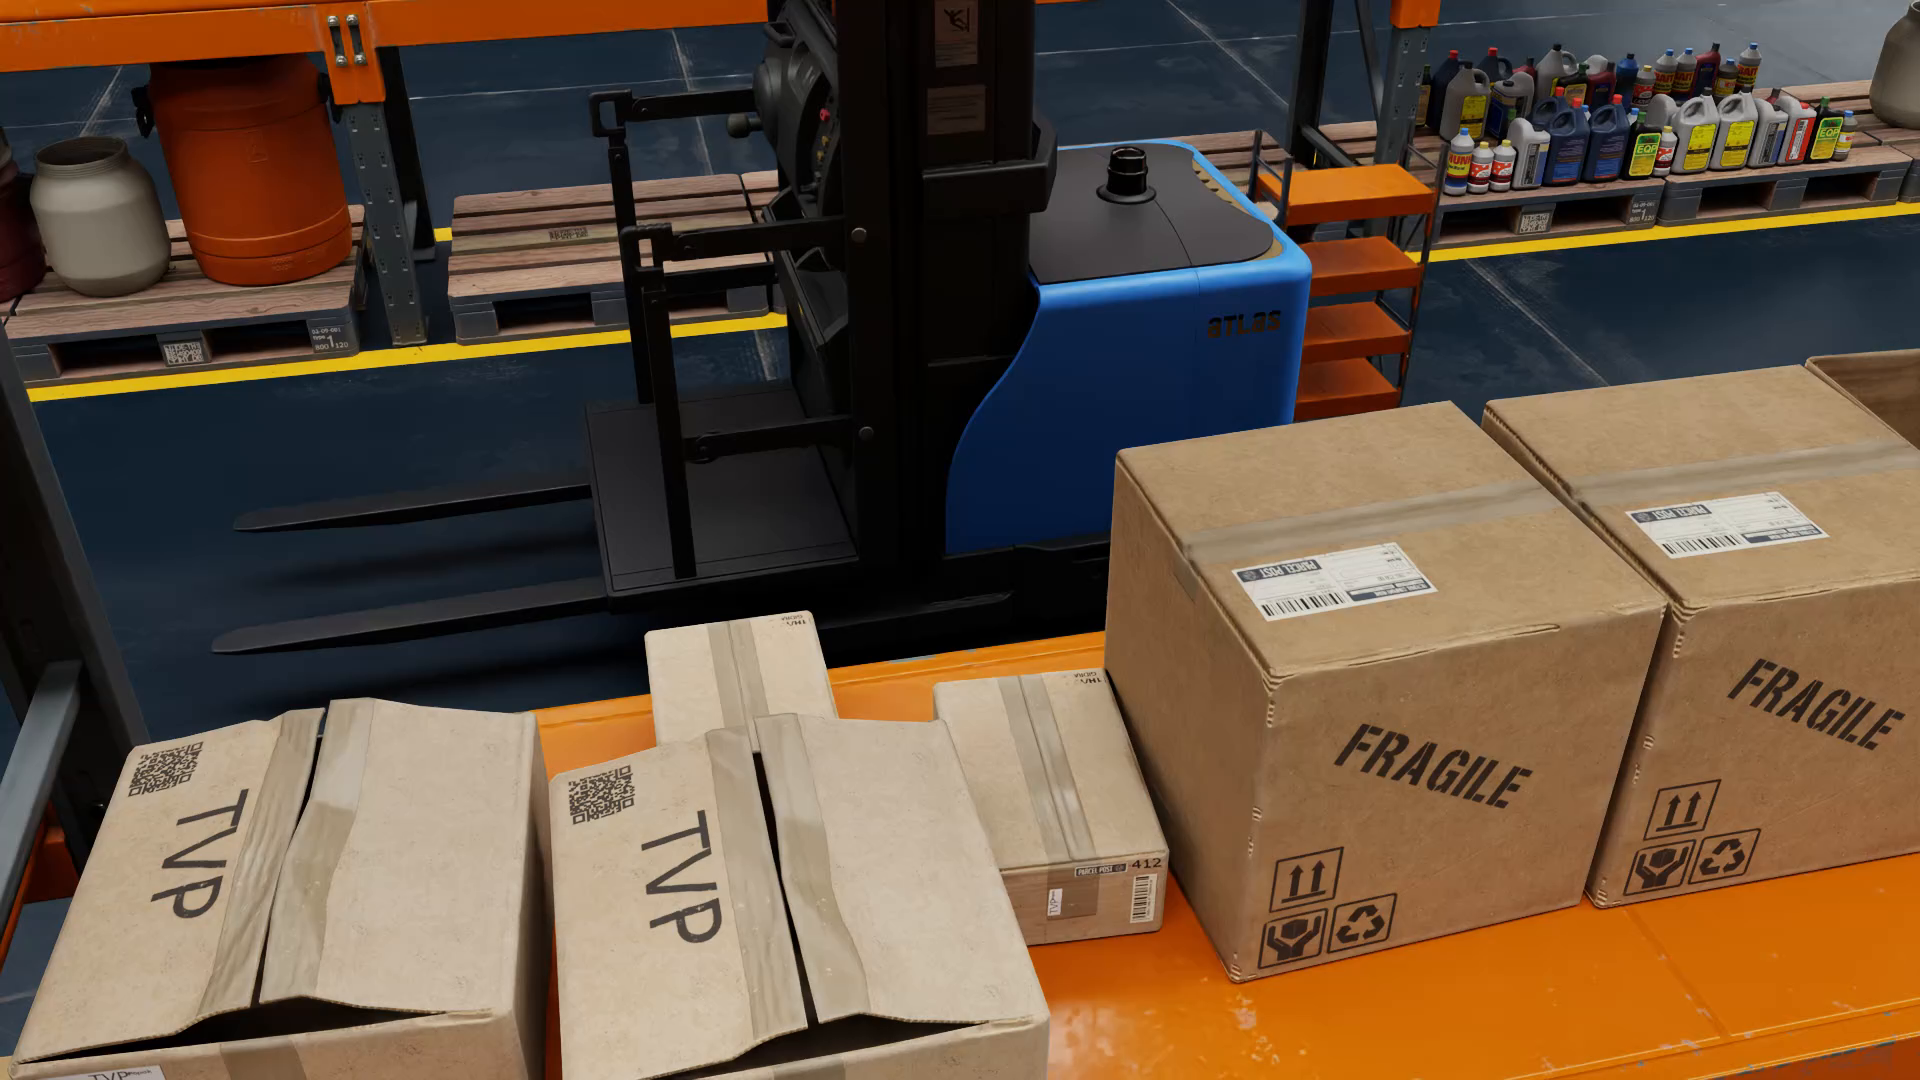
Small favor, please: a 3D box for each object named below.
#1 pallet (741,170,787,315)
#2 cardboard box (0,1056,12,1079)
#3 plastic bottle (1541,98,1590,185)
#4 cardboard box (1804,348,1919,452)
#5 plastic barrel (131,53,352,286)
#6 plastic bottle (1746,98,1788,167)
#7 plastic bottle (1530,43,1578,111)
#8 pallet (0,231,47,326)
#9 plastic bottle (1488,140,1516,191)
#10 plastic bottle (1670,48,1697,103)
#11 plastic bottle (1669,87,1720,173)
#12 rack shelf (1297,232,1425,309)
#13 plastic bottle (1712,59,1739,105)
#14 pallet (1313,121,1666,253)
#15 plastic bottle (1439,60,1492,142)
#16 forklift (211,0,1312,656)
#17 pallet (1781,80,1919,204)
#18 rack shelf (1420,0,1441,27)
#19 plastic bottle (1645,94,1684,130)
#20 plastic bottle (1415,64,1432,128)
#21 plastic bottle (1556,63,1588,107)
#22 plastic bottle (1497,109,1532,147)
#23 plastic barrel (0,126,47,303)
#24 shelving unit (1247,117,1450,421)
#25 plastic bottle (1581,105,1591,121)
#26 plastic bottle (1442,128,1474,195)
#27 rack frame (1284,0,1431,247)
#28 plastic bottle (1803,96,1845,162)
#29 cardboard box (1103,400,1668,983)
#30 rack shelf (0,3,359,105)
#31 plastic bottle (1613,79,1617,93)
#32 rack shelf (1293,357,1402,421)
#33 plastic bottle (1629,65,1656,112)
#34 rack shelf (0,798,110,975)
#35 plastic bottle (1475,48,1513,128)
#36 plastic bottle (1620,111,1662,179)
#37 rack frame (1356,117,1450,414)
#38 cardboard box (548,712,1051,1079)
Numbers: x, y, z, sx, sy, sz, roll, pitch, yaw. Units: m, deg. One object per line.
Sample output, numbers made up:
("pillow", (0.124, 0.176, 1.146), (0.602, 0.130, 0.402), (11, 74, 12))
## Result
("pallet", (-0.257, -1.319, 7.027), (1.213, 0.211, 1.003), (-7, 35, -11))
("cardboard box", (-1.627, 1.193, 2.628), (0.500, 0.500, 0.500), (-6, 34, -9))
("plastic bottle", (2.571, -1.703, 7.079), (0.185, 0.351, 0.144), (-6, 34, -9))
("cardboard box", (1.515, 0.055, 2.387), (0.500, 0.500, 0.500), (-5, 34, -7))
("plastic barrel", (-2.682, -1.459, 6.303), (0.708, 0.830, 0.600), (-7, 35, -11))
("plastic bottle", (3.512, -1.793, 7.279), (0.135, 0.276, 0.152), (-8, 35, -12))
("plastic bottle", (2.759, -2.129, 7.712), (0.185, 0.351, 0.144), (-7, 35, -11))
("pallet", (-4.156, -0.830, 6.297), (1.213, 0.211, 1.003), (-7, 35, -11))
("plastic bottle", (2.298, -1.593, 7.049), (0.097, 0.201, 0.097), (0, 34, 0))
("plastic bottle", (3.423, -2.193, 7.879), (0.097, 0.271, 0.097), (0, 34, 0))
("plastic bottle", (3.170, -1.779, 7.191), (0.185, 0.351, 0.144), (-7, 35, -11))
("rack shelf", (1.132, -0.804, 5.082), (0.480, 0.148, 0.258), (-7, 35, -13))
("plastic bottle", (3.656, -2.193, 7.942), (0.097, 0.201, 0.097), (0, 34, 0))
("pallet", (2.357, -1.649, 7.517), (1.213, 0.211, 1.003), (-7, 35, -11))
("plastic bottle", (2.289, -1.987, 7.501), (0.185, 0.351, 0.144), (-7, 35, -11))
("forklift", (-0.606, -1.128, 4.301), (3.031, 2.935, 1.130), (-8, 35, -12))
("pallet", (4.737, -1.949, 7.964), (1.213, 0.211, 1.003), (-7, 35, -11))
("rack shelf", (3.643, -2.694, 7.218), (4.000, 0.370, 1.077), (-7, 35, -11))
("plastic bottle", (3.113, -1.825, 7.327), (0.135, 0.276, 0.152), (-7, 35, -11))
("plastic bottle", (2.089, -2.040, 7.641), (0.133, 0.283, 0.061), (-6, 34, -8))
("plastic bottle", (2.807, -2.048, 7.653), (0.133, 0.283, 0.061), (-7, 35, -11))
("plastic bottle", (2.385, -1.715, 7.156), (0.133, 0.283, 0.061), (-7, 35, -11))
("plastic barrel", (-3.784, -1.220, 6.163), (0.708, 0.588, 0.600), (-7, 35, -11))
("shelving unit", (1.129, -0.673, 5.168), (0.503, 1.200, 0.258), (-7, 35, -13))
("plastic bottle", (2.686, -1.754, 7.225), (0.097, 0.271, 0.097), (0, 34, 0))
("plastic bottle", (2.100, -1.597, 6.992), (0.097, 0.271, 0.097), (0, 34, 0))
("rack frame", (1.693, -2.747, 6.651), (0.127, 3.000, 1.000), (-7, 35, -11))
("plastic bottle", (3.790, -1.805, 7.291), (0.133, 0.283, 0.061), (-6, 34, -9))
("cardboard box", (0.513, 0.181, 2.199), (0.500, 0.500, 0.500), (-9, 35, -13))
("rack shelf", (-4.160, -1.710, 5.753), (4.000, 0.370, 1.077), (-7, 35, -11))
("plastic bottle", (3.028, -2.114, 7.824), (0.097, 0.201, 0.097), (0, 34, 0))
("rack shelf", (1.125, -0.452, 5.316), (0.480, 0.148, 0.258), (-7, 35, -13))
("plastic bottle", (3.228, -2.139, 7.862), (0.097, 0.201, 0.097), (0, 34, 0))
("rack shelf", (-3.070, 0.982, 1.740), (4.000, 0.370, 1.077), (-7, 35, -11))
("plastic bottle", (2.444, -2.089, 7.653), (0.185, 0.351, 0.144), (-9, 35, -13))
("plastic bottle", (2.926, -1.696, 7.128), (0.133, 0.283, 0.061), (-6, 34, -8))
("rack frame", (1.365, -0.704, 5.222), (0.015, 1.200, 0.240), (-7, 35, -13))
("cardboard box", (-0.205, 0.470, 1.938), (0.500, 0.311, 0.500), (-8, 35, -11))
